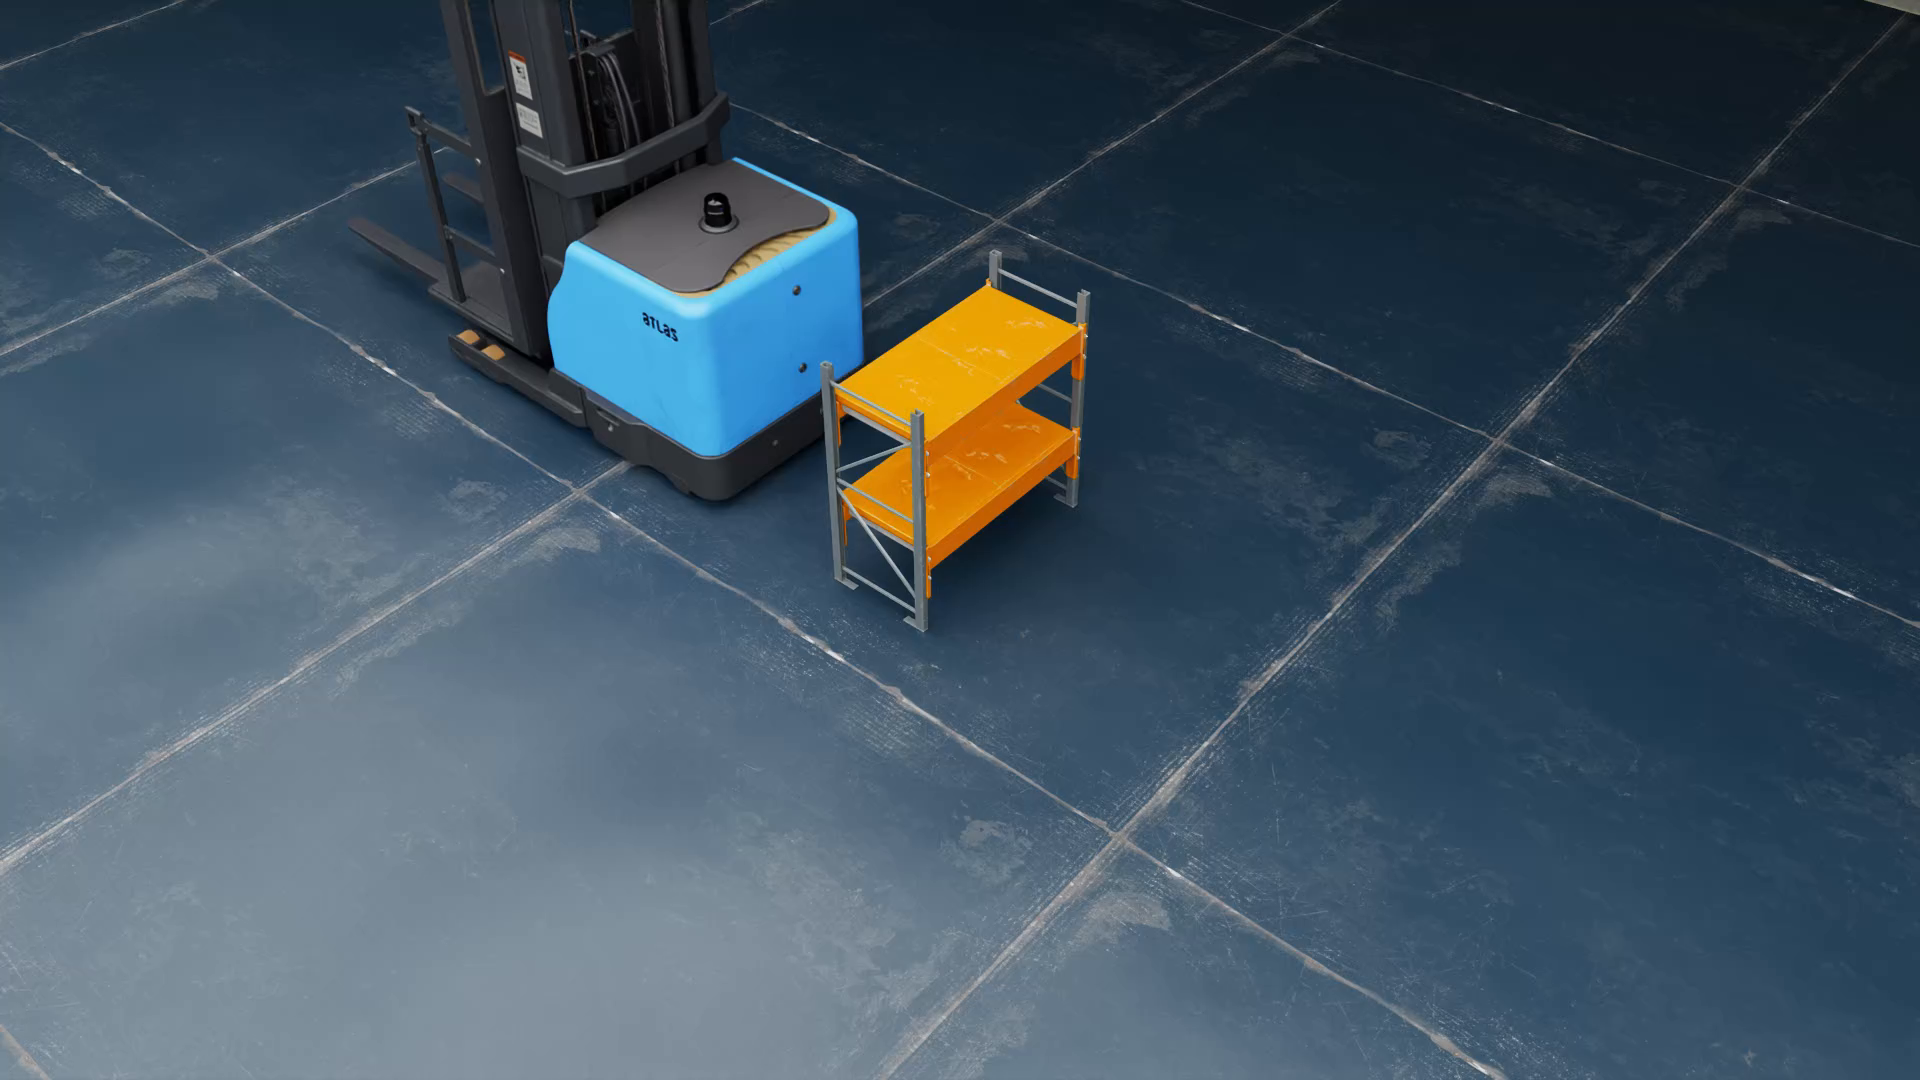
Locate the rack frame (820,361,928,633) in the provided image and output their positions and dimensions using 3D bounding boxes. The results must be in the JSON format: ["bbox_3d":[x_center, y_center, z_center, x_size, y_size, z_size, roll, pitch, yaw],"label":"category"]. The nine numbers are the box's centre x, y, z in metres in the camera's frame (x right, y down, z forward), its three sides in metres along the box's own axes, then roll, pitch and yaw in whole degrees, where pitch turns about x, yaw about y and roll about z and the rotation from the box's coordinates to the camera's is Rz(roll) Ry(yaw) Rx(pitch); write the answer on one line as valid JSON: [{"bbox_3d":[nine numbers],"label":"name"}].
[{"bbox_3d":[-0.332,-0.151,6.580,0.500,1.125,0.032,29,50,28],"label":"rack frame"}]

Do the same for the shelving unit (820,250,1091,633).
[{"bbox_3d":[-0.004,-0.413,6.868,0.538,1.125,1.048,29,50,28],"label":"shelving unit"}]

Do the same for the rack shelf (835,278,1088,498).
[{"bbox_3d":[-0.004,-0.629,6.671,0.538,0.278,1.000,29,50,28],"label":"rack shelf"}]

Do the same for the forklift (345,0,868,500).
[{"bbox_3d":[-1.876,-2.106,7.388,3.031,2.935,1.130,30,50,29],"label":"forklift"}]

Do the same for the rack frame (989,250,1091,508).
[{"bbox_3d":[0.323,-0.674,7.156,0.500,1.125,0.032,29,50,28],"label":"rack frame"}]

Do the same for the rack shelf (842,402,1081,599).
[{"bbox_3d":[-0.004,-0.232,7.032,0.538,0.278,1.000,29,50,28],"label":"rack shelf"}]
